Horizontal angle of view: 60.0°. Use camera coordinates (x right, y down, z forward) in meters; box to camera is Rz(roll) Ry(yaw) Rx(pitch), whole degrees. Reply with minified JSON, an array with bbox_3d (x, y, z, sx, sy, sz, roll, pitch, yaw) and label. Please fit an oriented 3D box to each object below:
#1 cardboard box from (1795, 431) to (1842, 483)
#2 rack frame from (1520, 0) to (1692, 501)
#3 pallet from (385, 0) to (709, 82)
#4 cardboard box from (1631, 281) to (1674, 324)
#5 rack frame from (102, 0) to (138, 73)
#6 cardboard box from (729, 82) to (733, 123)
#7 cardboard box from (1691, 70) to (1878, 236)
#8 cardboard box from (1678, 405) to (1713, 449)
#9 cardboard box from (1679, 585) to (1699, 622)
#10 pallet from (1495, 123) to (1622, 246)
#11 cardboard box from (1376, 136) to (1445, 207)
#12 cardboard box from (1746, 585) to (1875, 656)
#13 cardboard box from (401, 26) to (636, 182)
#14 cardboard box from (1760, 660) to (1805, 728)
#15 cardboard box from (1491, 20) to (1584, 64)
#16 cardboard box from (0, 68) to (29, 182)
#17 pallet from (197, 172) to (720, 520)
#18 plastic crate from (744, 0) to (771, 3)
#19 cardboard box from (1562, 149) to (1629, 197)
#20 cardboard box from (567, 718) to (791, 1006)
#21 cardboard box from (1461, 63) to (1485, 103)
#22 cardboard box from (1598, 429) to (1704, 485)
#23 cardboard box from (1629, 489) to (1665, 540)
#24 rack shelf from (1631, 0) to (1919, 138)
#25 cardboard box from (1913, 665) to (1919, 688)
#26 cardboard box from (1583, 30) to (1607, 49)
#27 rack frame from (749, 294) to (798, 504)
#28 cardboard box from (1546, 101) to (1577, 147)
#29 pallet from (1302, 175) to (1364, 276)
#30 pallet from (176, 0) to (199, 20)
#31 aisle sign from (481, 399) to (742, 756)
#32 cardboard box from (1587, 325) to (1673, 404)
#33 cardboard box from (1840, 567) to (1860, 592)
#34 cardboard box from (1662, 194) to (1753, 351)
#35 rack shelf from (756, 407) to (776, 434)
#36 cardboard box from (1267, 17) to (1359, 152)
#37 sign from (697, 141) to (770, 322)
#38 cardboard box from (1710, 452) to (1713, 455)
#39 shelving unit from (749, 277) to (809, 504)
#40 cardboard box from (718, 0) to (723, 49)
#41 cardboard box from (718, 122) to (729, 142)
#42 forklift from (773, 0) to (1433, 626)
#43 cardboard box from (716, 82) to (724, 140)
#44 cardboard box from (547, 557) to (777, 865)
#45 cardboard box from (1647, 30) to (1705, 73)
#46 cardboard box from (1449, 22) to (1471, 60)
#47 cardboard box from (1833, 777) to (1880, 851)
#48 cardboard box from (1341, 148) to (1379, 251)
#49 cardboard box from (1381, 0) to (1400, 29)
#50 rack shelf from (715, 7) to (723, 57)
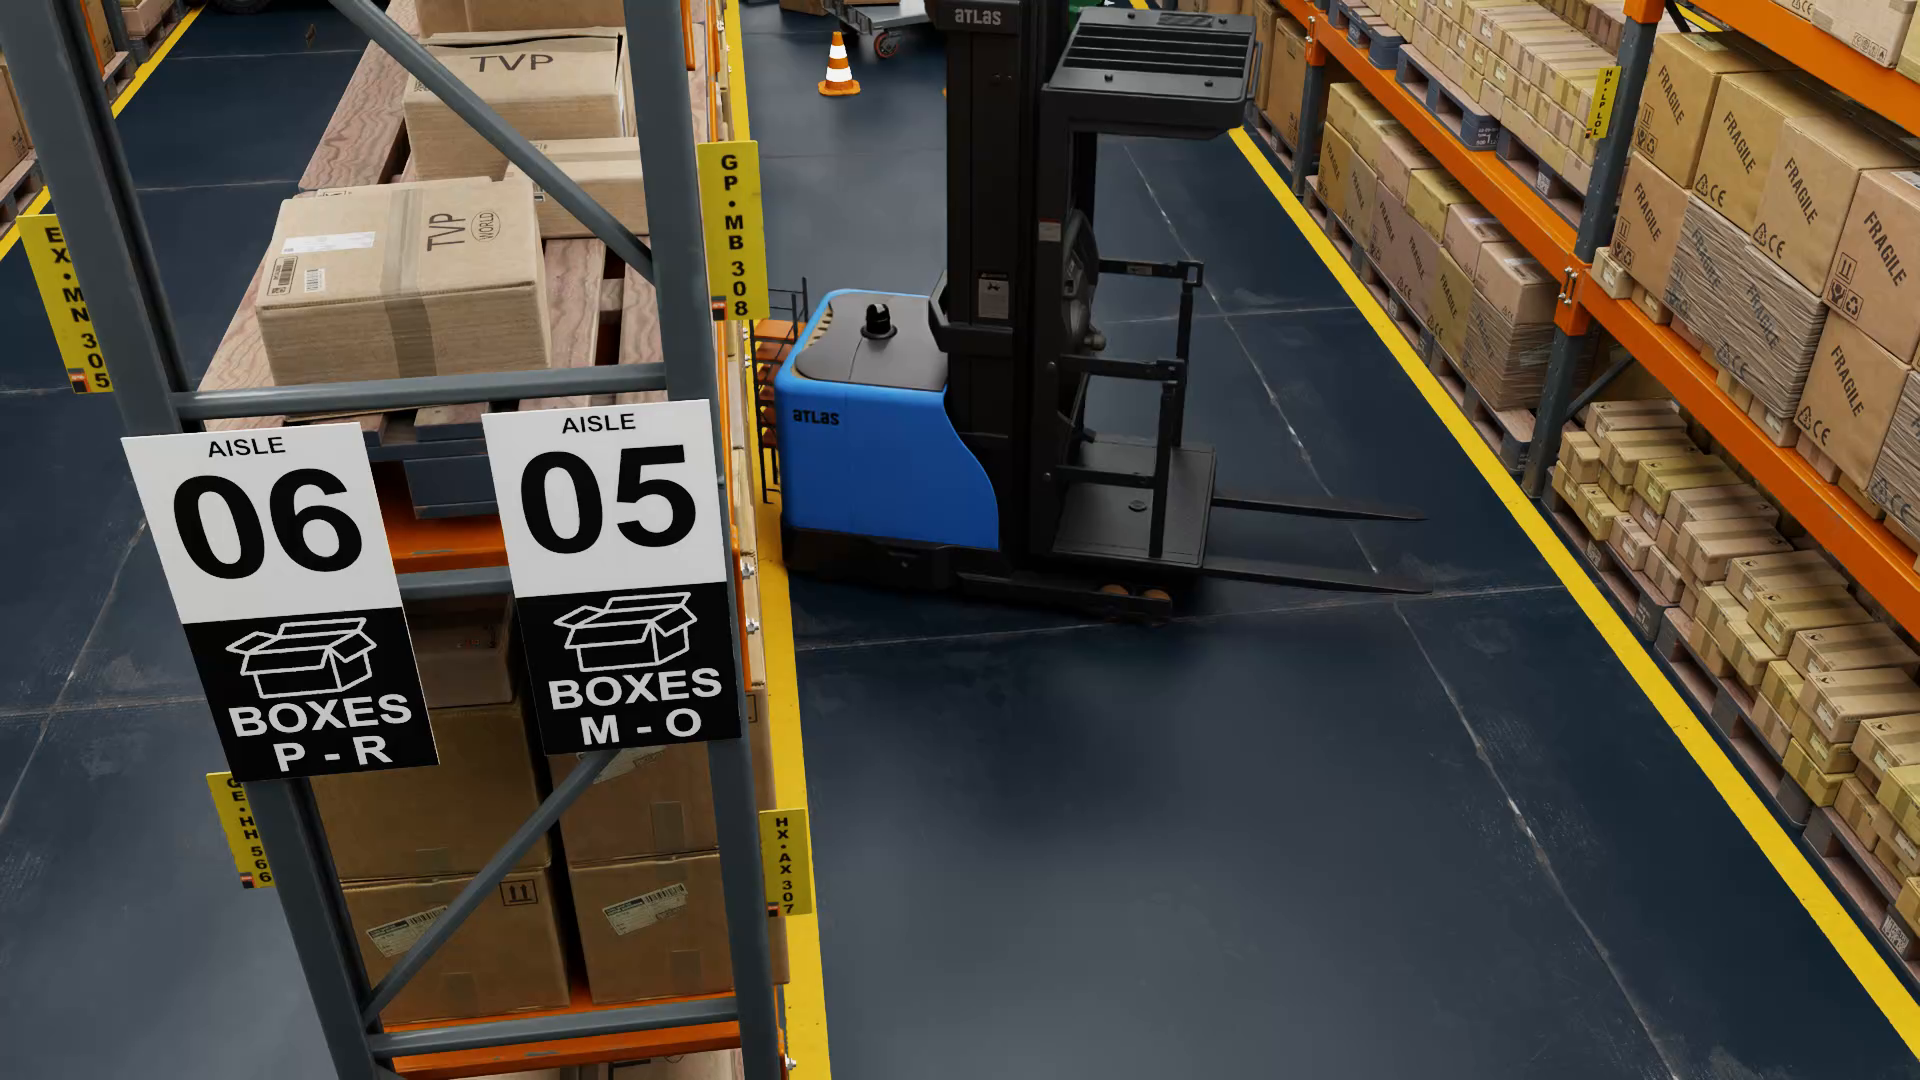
[{"bbox_3d":[3.438,-0.351,6.325,0.380,0.149,0.250,-3,34,-5],"label":"cardboard box"},{"bbox_3d":[3.417,-1.515,7.810,1.000,3.000,0.127,-4,35,-6],"label":"rack frame"},{"bbox_3d":[-1.375,-1.830,5.686,1.003,0.211,1.213,-4,35,-6],"label":"pallet"},{"bbox_3d":[3.239,-1.090,7.409,0.380,0.149,0.250,-3,34,-5],"label":"cardboard box"},{"bbox_3d":[-7.468,-5.170,13.173,1.000,3.000,0.127,-4,35,-6],"label":"rack frame"},{"bbox_3d":[-1.464,-2.350,8.724,0.500,0.250,0.500,-5,35,-8],"label":"cardboard box"},{"bbox_3d":[3.321,-1.534,6.597,0.500,0.500,0.500,-5,35,-8],"label":"cardboard box"},{"bbox_3d":[3.723,-0.578,8.065,0.380,0.149,0.250,-3,34,-5],"label":"cardboard box"},{"bbox_3d":[3.423,0.285,7.326,0.380,0.149,0.250,-6,35,-8],"label":"cardboard box"},{"bbox_3d":[3.458,-1.874,8.506,1.003,0.211,1.213,-4,35,-6],"label":"pallet"},{"bbox_3d":[2.854,-2.235,10.046,0.500,0.250,0.500,-4,34,-6],"label":"cardboard box"},{"bbox_3d":[3.443,0.325,6.739,0.380,0.149,0.250,-4,34,-6],"label":"cardboard box"},{"bbox_3d":[-1.088,-1.109,4.167,0.500,0.311,0.500,-4,34,-6],"label":"cardboard box"},{"bbox_3d":[3.431,0.603,6.596,0.380,0.149,0.250,-3,34,-4],"label":"cardboard box"},{"bbox_3d":[3.035,-2.618,8.750,0.380,0.149,0.250,-5,35,-8],"label":"cardboard box"},{"bbox_3d":[-7.097,-2.844,11.495,0.875,0.625,0.625,-3,34,-5],"label":"cardboard box"},{"bbox_3d":[-1.047,-0.468,3.688,1.003,0.211,1.213,-4,35,-6],"label":"pallet"},{"bbox_3d":[-1.949,-5.280,15.927,0.402,0.080,0.583,-16,38,-23],"label":"plastic crate"},{"bbox_3d":[3.167,-1.792,8.066,0.380,0.149,0.250,-5,35,-7],"label":"cardboard box"},{"bbox_3d":[-0.717,0.817,4.299,0.500,0.500,0.500,-5,35,-7],"label":"cardboard box"},{"bbox_3d":[2.989,-2.518,9.132,0.380,0.149,0.250,-3,34,-4],"label":"cardboard box"},{"bbox_3d":[3.236,-0.391,7.790,0.380,0.149,0.250,-3,34,-4],"label":"cardboard box"},{"bbox_3d":[3.340,-0.140,7.686,0.380,0.149,0.250,-5,35,-7],"label":"cardboard box"},{"bbox_3d":[3.686,-1.342,5.530,1.077,0.370,4.000,-4,35,-6],"label":"rack shelf"},{"bbox_3d":[3.903,0.559,6.660,0.380,0.149,0.250,-3,34,-4],"label":"cardboard box"},{"bbox_3d":[3.638,-2.694,9.126,0.380,0.149,0.250,-5,35,-7],"label":"cardboard box"},{"bbox_3d":[-0.891,-0.673,8.173,0.240,1.200,0.006,7,35,9],"label":"rack frame"},{"bbox_3d":[3.131,-2.062,8.198,0.380,0.149,0.250,-4,34,-6],"label":"cardboard box"},{"bbox_3d":[2.983,-2.159,11.231,1.003,0.211,1.213,-4,35,-6],"label":"pallet"},{"bbox_3d":[-7.701,-5.147,15.616,1.003,0.211,1.213,-4,35,-6],"label":"pallet"},{"bbox_3d":[-0.639,0.092,3.143,0.394,0.787,0.004,-4,35,-6],"label":"aisle sign"},{"bbox_3d":[3.580,-1.088,9.030,0.500,0.500,0.500,-3,34,-5],"label":"cardboard box"},{"bbox_3d":[3.971,0.144,7.005,0.380,0.149,0.250,-6,35,-8],"label":"cardboard box"},{"bbox_3d":[3.308,-1.109,6.860,0.500,0.500,0.500,-4,35,-6],"label":"cardboard box"},{"bbox_3d":[-0.873,-0.588,8.339,0.258,0.103,0.180,7,35,9],"label":"rack shelf"},{"bbox_3d":[2.886,-3.338,12.109,1.050,0.750,0.750,-5,35,-7],"label":"cardboard box"},{"bbox_3d":[-0.386,-0.524,2.845,0.100,0.325,0.005,-4,35,-6],"label":"sign"},{"bbox_3d":[3.823,-0.332,7.968,0.380,0.149,0.250,-6,35,-9],"label":"cardboard box"},{"bbox_3d":[-0.873,-0.724,8.247,0.258,1.200,0.189,7,35,9],"label":"shelving unit"},{"bbox_3d":[-1.546,-2.939,8.922,0.500,0.500,0.500,-4,35,-6],"label":"cardboard box"},{"bbox_3d":[-1.137,-1.296,6.512,0.500,0.500,0.500,-5,35,-7],"label":"cardboard box"},{"bbox_3d":[0.717,-1.142,7.323,3.031,2.935,1.130,6,35,9],"label":"forklift"},{"bbox_3d":[-1.118,-1.659,6.468,0.380,0.149,0.250,-5,35,-7],"label":"cardboard box"},{"bbox_3d":[-0.719,0.404,4.017,0.500,0.500,0.500,-5,35,-7],"label":"cardboard box"},{"bbox_3d":[3.713,-2.523,8.611,0.380,0.149,0.250,-5,35,-7],"label":"cardboard box"},{"bbox_3d":[2.960,-2.786,9.261,0.380,0.149,0.250,-3,34,-5],"label":"cardboard box"},{"bbox_3d":[3.546,1.017,6.253,0.380,0.149,0.250,-4,34,-6],"label":"cardboard box"},{"bbox_3d":[2.792,-2.194,10.652,0.500,0.500,0.500,-4,34,-6],"label":"cardboard box"},{"bbox_3d":[2.812,-3.252,10.208,0.380,0.149,0.250,-3,34,-4],"label":"cardboard box"},{"bbox_3d":[-1.743,-3.142,8.173,1.077,0.370,4.000,-4,35,-6],"label":"rack shelf"}]
